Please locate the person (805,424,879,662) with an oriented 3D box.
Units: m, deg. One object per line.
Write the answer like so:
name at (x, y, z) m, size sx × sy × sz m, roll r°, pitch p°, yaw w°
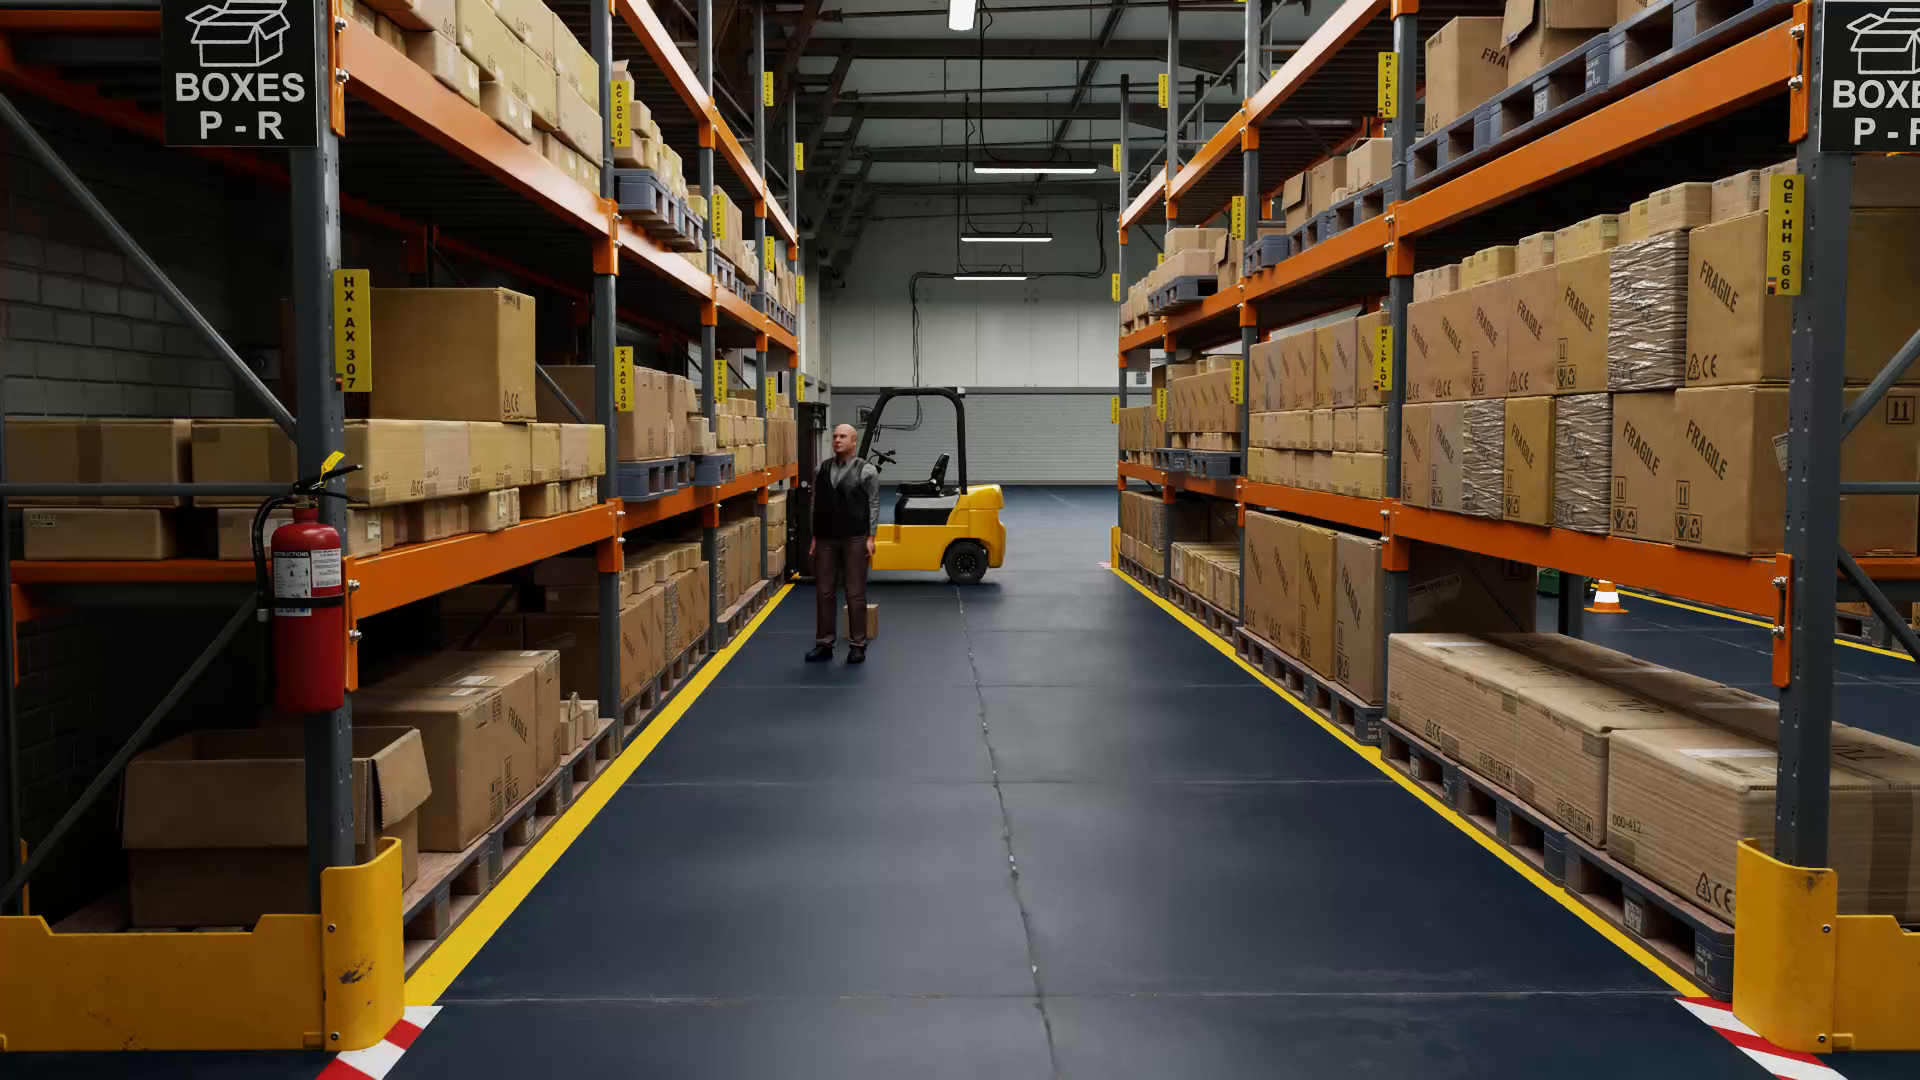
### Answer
person at (-0.857, 0.019, 12.125) m, size 0.524 × 1.723 × 0.368 m, roll 1°, pitch 4°, yaw 16°
